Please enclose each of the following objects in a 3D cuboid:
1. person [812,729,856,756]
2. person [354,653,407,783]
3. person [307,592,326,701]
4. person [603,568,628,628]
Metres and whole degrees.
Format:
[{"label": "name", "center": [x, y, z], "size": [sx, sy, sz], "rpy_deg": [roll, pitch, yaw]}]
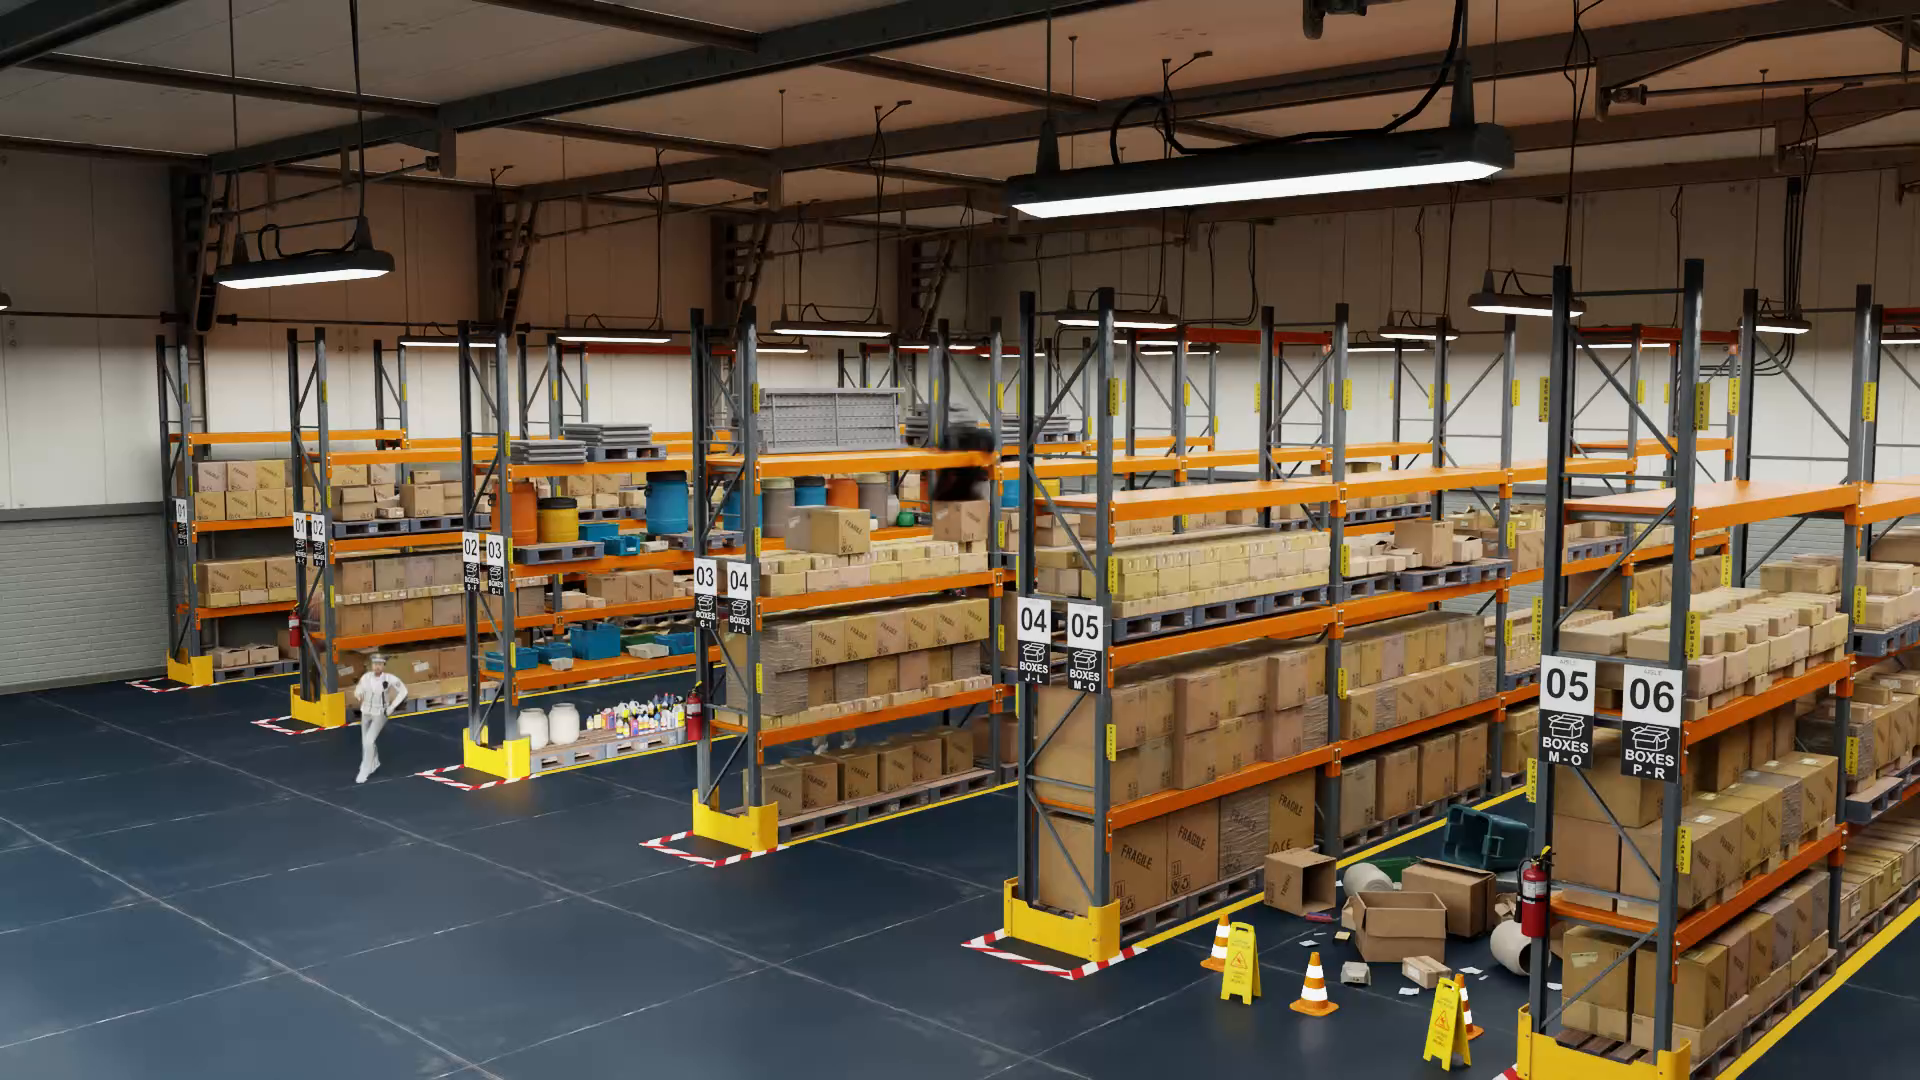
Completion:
[{"label": "person", "center": [-1.688, 2.018, 21.950], "size": [0.798, 1.757, 0.586], "rpy_deg": [-5, 7, -42]}, {"label": "person", "center": [-7.601, 2.306, 21.724], "size": [0.620, 1.705, 0.688], "rpy_deg": [1, 5, 12]}, {"label": "person", "center": [-10.405, 1.739, 26.923], "size": [0.734, 1.799, 1.009], "rpy_deg": [4, 7, 37]}, {"label": "person", "center": [-6.566, 1.326, 31.914], "size": [0.605, 1.745, 0.790], "rpy_deg": [5, 7, 42]}]
